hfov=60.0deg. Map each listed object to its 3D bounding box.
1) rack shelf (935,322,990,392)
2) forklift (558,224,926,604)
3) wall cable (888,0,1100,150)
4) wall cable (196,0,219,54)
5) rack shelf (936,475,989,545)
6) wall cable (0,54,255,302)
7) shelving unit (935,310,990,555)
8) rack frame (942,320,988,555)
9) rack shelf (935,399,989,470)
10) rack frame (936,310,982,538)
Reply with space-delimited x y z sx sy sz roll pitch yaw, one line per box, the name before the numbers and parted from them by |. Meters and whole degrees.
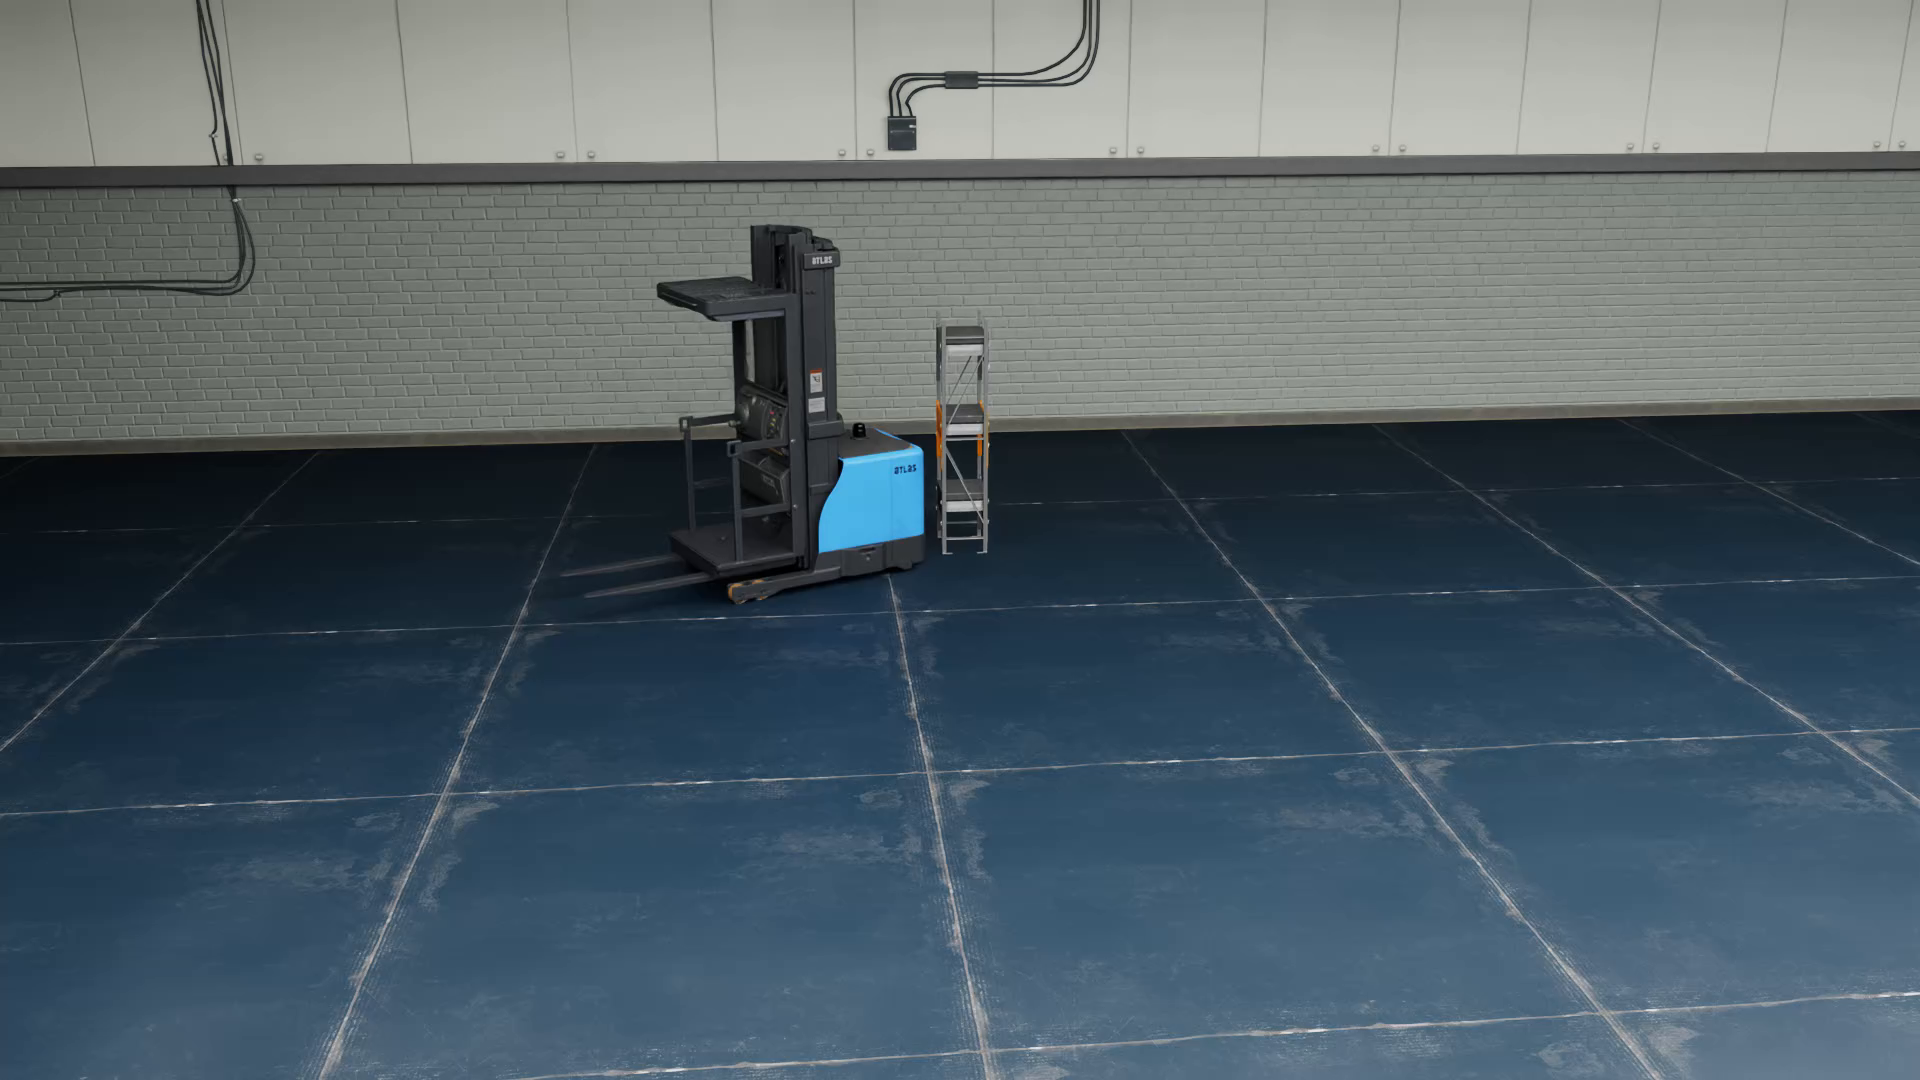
rack shelf | 0.017 -1.607 14.573 0.431 0.518 0.480 -2 18 -6
forklift | -1.826 -1.055 13.718 3.031 2.935 1.130 -10 20 -30
wall cable | 0.368 -7.147 17.315 2.305 6.003 0.169 -2 18 -6
wall cable | -6.386 -6.248 16.880 3.097 2.526 0.112 -2 18 -6
rack shelf | 0.017 -0.272 14.992 0.431 0.518 0.480 -2 18 -6
wall cable | -9.077 -3.755 17.371 3.097 2.526 0.112 -2 18 -6
shelving unit | 0.017 -0.952 14.778 0.431 2.100 0.503 -2 18 -6
rack frame | 0.042 -0.880 14.547 0.400 2.100 0.015 -2 18 -6
rack shelf | 0.017 -0.939 14.782 0.431 0.518 0.480 -2 18 -6
rack frame | -0.008 -1.025 15.010 0.400 2.100 0.015 -2 18 -6
